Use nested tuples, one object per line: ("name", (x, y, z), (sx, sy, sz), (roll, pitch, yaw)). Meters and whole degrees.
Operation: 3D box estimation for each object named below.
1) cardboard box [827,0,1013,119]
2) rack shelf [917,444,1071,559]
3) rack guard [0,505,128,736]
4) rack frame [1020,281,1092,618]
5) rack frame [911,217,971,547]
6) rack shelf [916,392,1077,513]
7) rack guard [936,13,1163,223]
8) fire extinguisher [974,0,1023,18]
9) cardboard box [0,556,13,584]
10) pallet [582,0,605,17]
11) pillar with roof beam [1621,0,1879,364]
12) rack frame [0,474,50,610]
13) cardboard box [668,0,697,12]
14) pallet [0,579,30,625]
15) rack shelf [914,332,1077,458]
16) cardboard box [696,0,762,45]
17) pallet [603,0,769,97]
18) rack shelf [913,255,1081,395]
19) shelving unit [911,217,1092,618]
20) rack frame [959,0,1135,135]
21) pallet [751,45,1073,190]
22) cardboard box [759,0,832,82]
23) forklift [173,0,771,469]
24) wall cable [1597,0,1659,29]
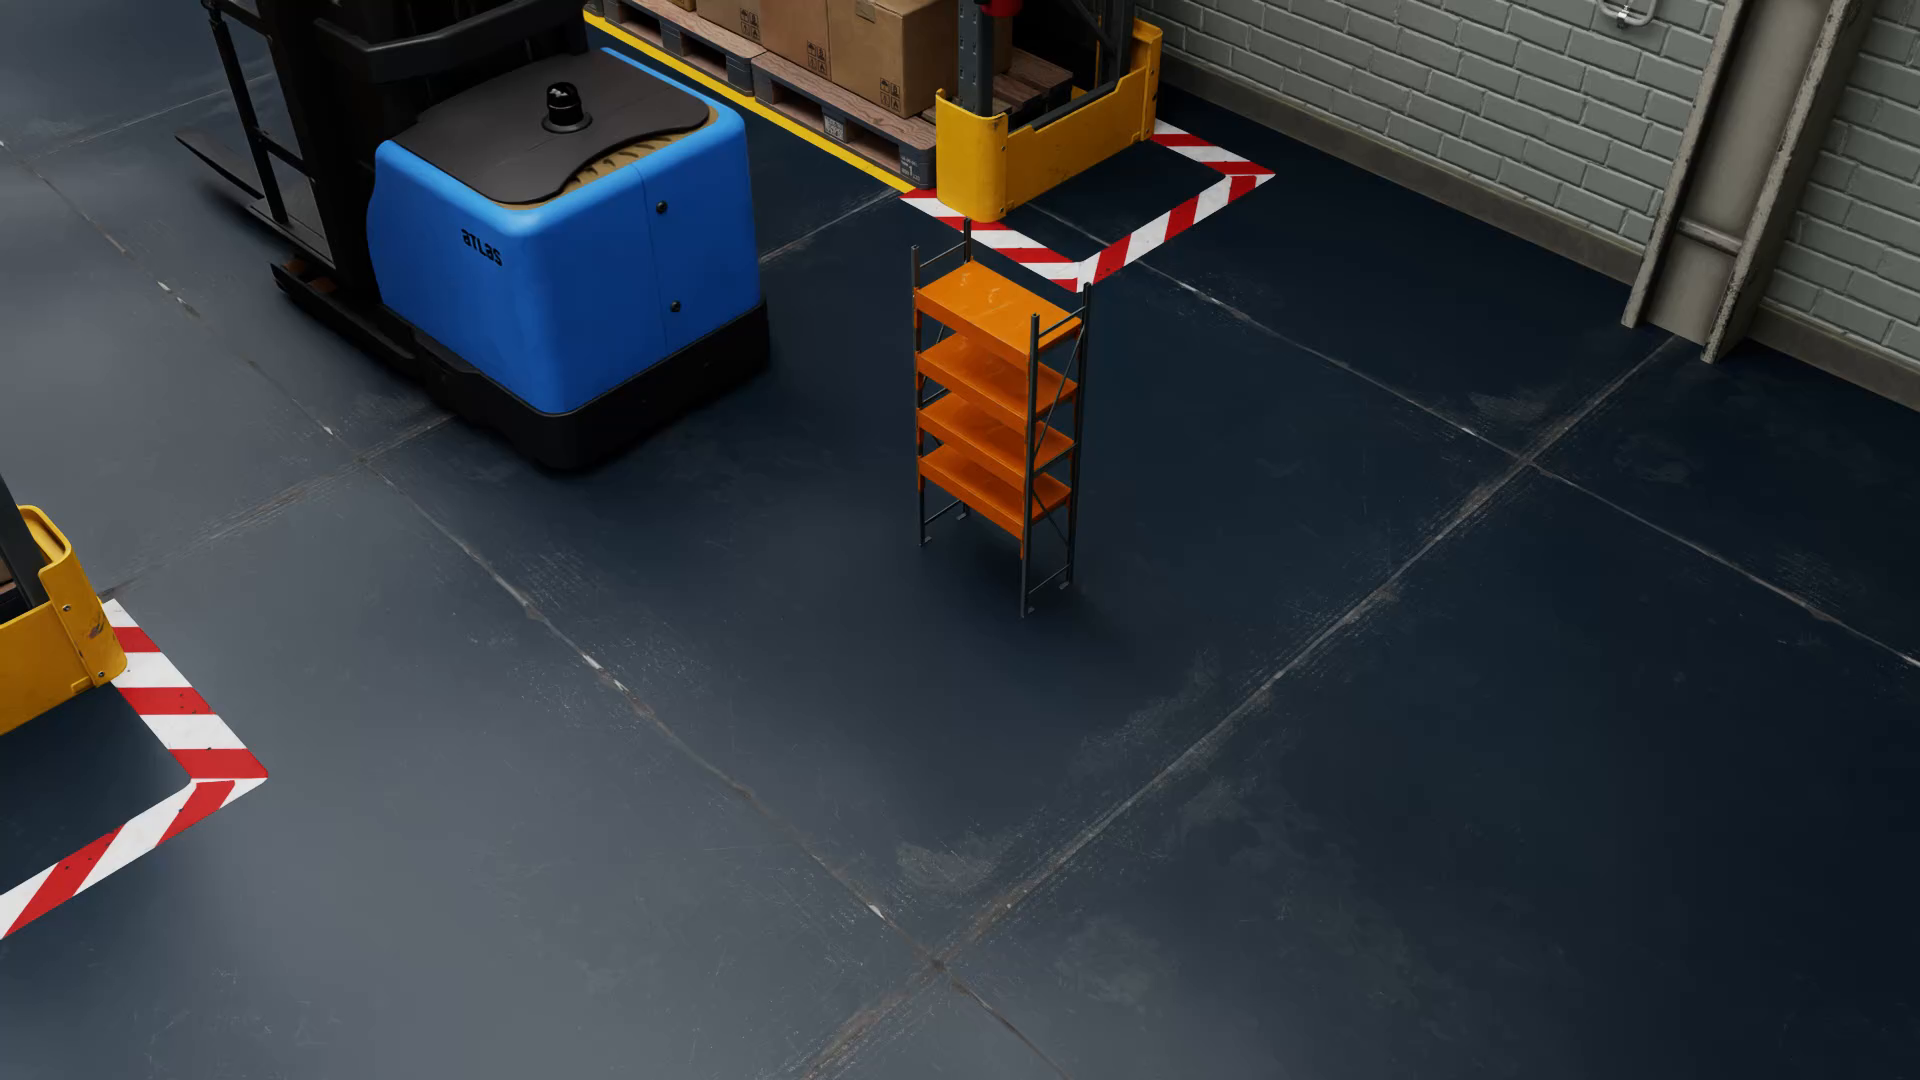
("cardboard box", (-0.177, -2.362, 7.628), (0.700, 0.500, 0.500), (-34, 53, -31))
("rack shelf", (0.117, -0.166, 5.437), (0.258, 0.148, 0.480), (-34, 53, -31))
("rack guard", (-3.170, 0.420, 4.927), (1.175, 0.500, 0.348), (-34, 53, -31))
("rack frame", (0.289, -0.244, 5.130), (0.240, 1.200, 0.015), (-34, 53, -31))
("rack frame", (-0.055, -0.478, 5.384), (0.240, 1.200, 0.015), (-34, 53, -31))
("rack shelf", (0.117, -0.312, 5.302), (0.258, 0.148, 0.480), (-34, 53, -31))
("rack guard", (0.405, -1.907, 7.446), (1.175, 0.500, 0.348), (-34, 53, -31))
("fire extinguisher", (0.168, -2.378, 6.445), (0.296, 0.674, 0.183), (-34, 53, -31))
("cardboard box", (-3.169, 0.058, 5.253), (0.380, 0.149, 0.250), (-34, 53, -31))
("pallet", (-1.955, -3.332, 9.200), (1.003, 0.211, 1.213), (-34, 53, -31))
("pillar with roof beam", (-0.141, -2.094, 1.386), (9.100, 9.000, 0.400), (-34, 53, -31))
("rack frame", (-3.117, -0.461, 4.039), (1.000, 3.000, 0.127), (-34, 53, -31))
("cardboard box", (-1.268, -3.096, 8.423), (0.700, 0.500, 0.500), (-33, 52, -30))
("pallet", (-3.734, 0.144, 5.439), (1.003, 0.211, 1.213), (-34, 53, -31))
("rack shelf", (0.117, -0.476, 5.151), (0.258, 0.148, 0.480), (-34, 53, -31))
("cardboard box", (-0.886, -2.843, 8.149), (0.500, 0.500, 0.700), (32, 52, 30))
("pallet", (-1.089, -2.746, 8.566), (1.003, 0.211, 1.213), (-34, 53, -31))
("rack shelf", (0.117, -0.650, 4.990), (0.258, 0.148, 0.480), (-34, 53, -31))
("shelving unit", (0.117, -0.361, 5.257), (0.258, 1.200, 0.503), (-34, 53, -31))
("rack frame", (0.388, -2.837, 6.610), (1.000, 3.000, 0.127), (-34, 53, -31))
("pallet", (-0.232, -2.160, 7.932), (1.003, 0.211, 1.213), (-34, 53, -31))
("cardboard box", (-0.531, -2.602, 7.888), (0.500, 0.500, 0.700), (34, 53, 31))
("forklift", (-2.159, -2.203, 5.975), (3.031, 2.935, 1.130), (32, 51, 30))
("wall cable", (1.962, -3.048, 6.090), (0.084, 1.984, 1.851), (-34, 53, -31))
